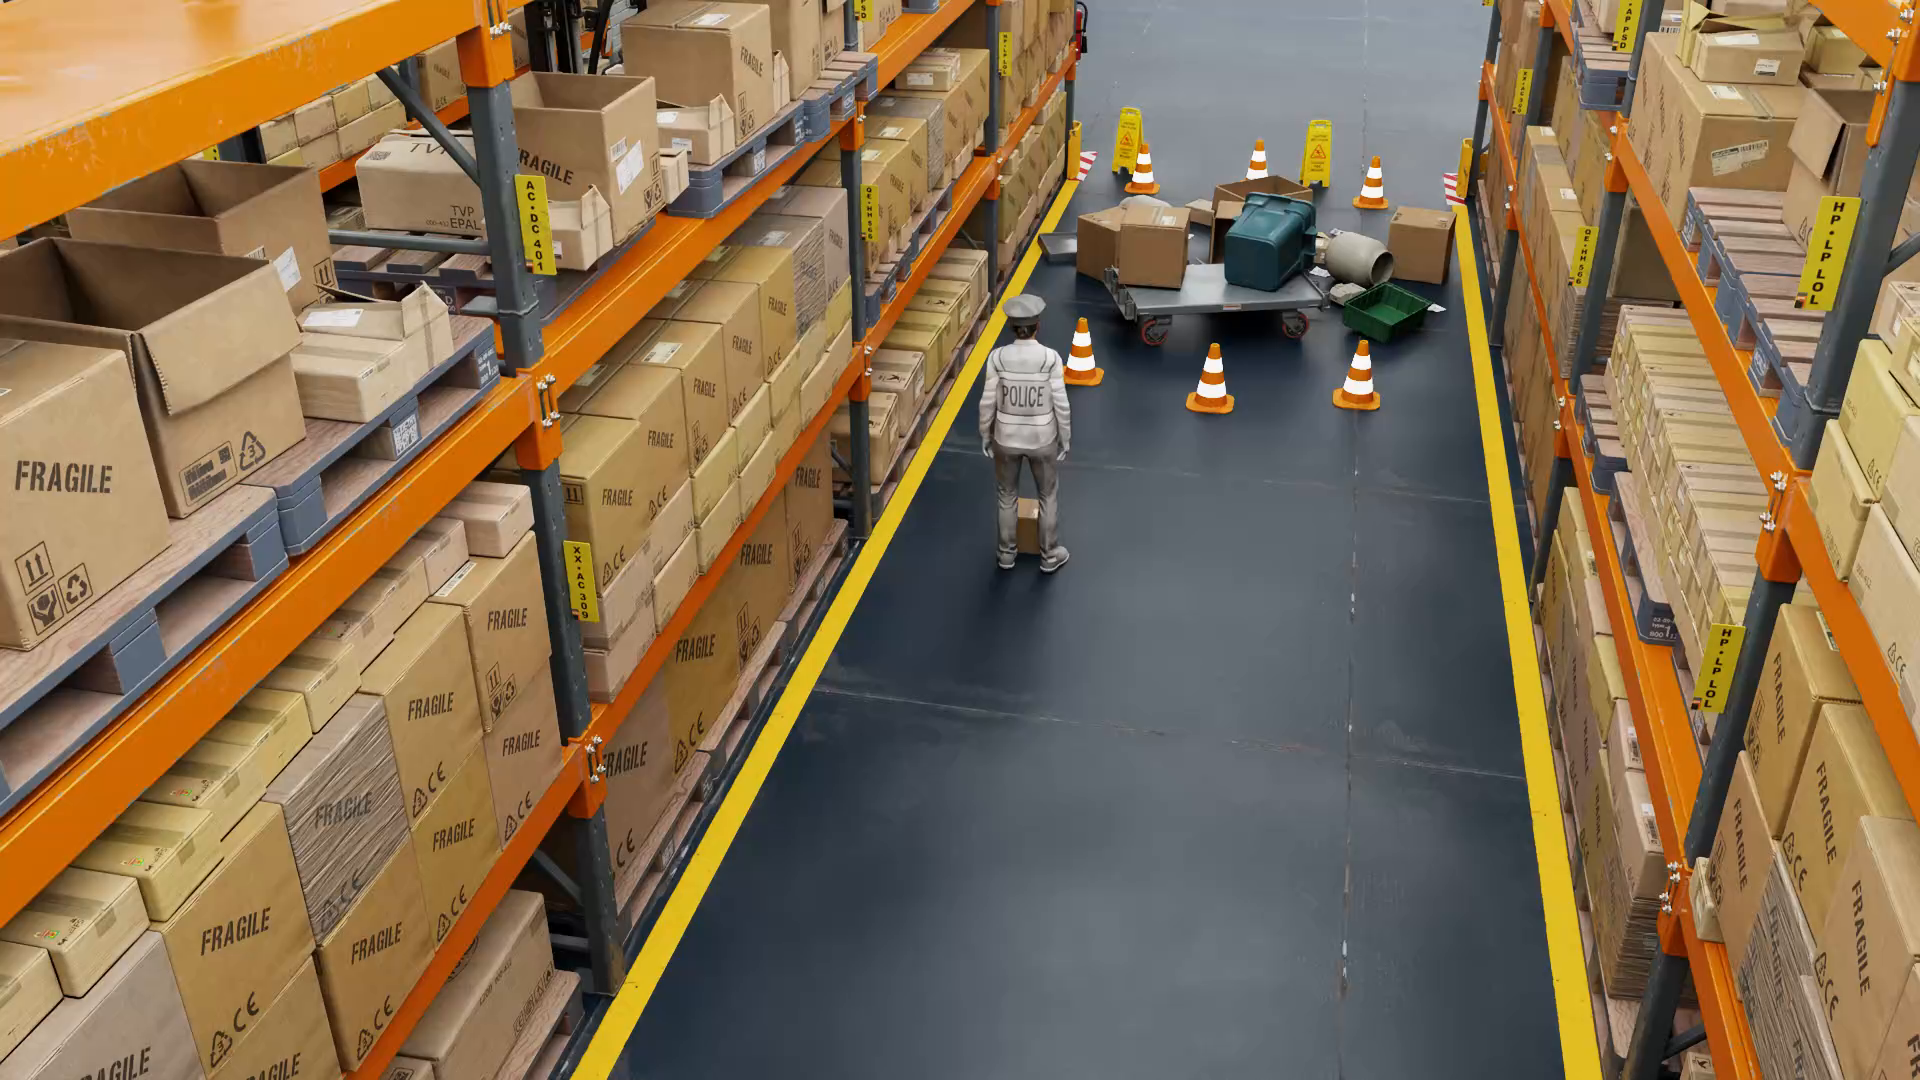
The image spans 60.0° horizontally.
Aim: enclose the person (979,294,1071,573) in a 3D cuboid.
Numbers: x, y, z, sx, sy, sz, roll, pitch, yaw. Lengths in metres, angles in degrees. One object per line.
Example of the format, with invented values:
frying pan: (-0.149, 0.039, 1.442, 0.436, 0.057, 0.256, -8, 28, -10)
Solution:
person: (0.383, -0.586, 9.668, 0.536, 1.662, 0.375, 4, 29, 7)
